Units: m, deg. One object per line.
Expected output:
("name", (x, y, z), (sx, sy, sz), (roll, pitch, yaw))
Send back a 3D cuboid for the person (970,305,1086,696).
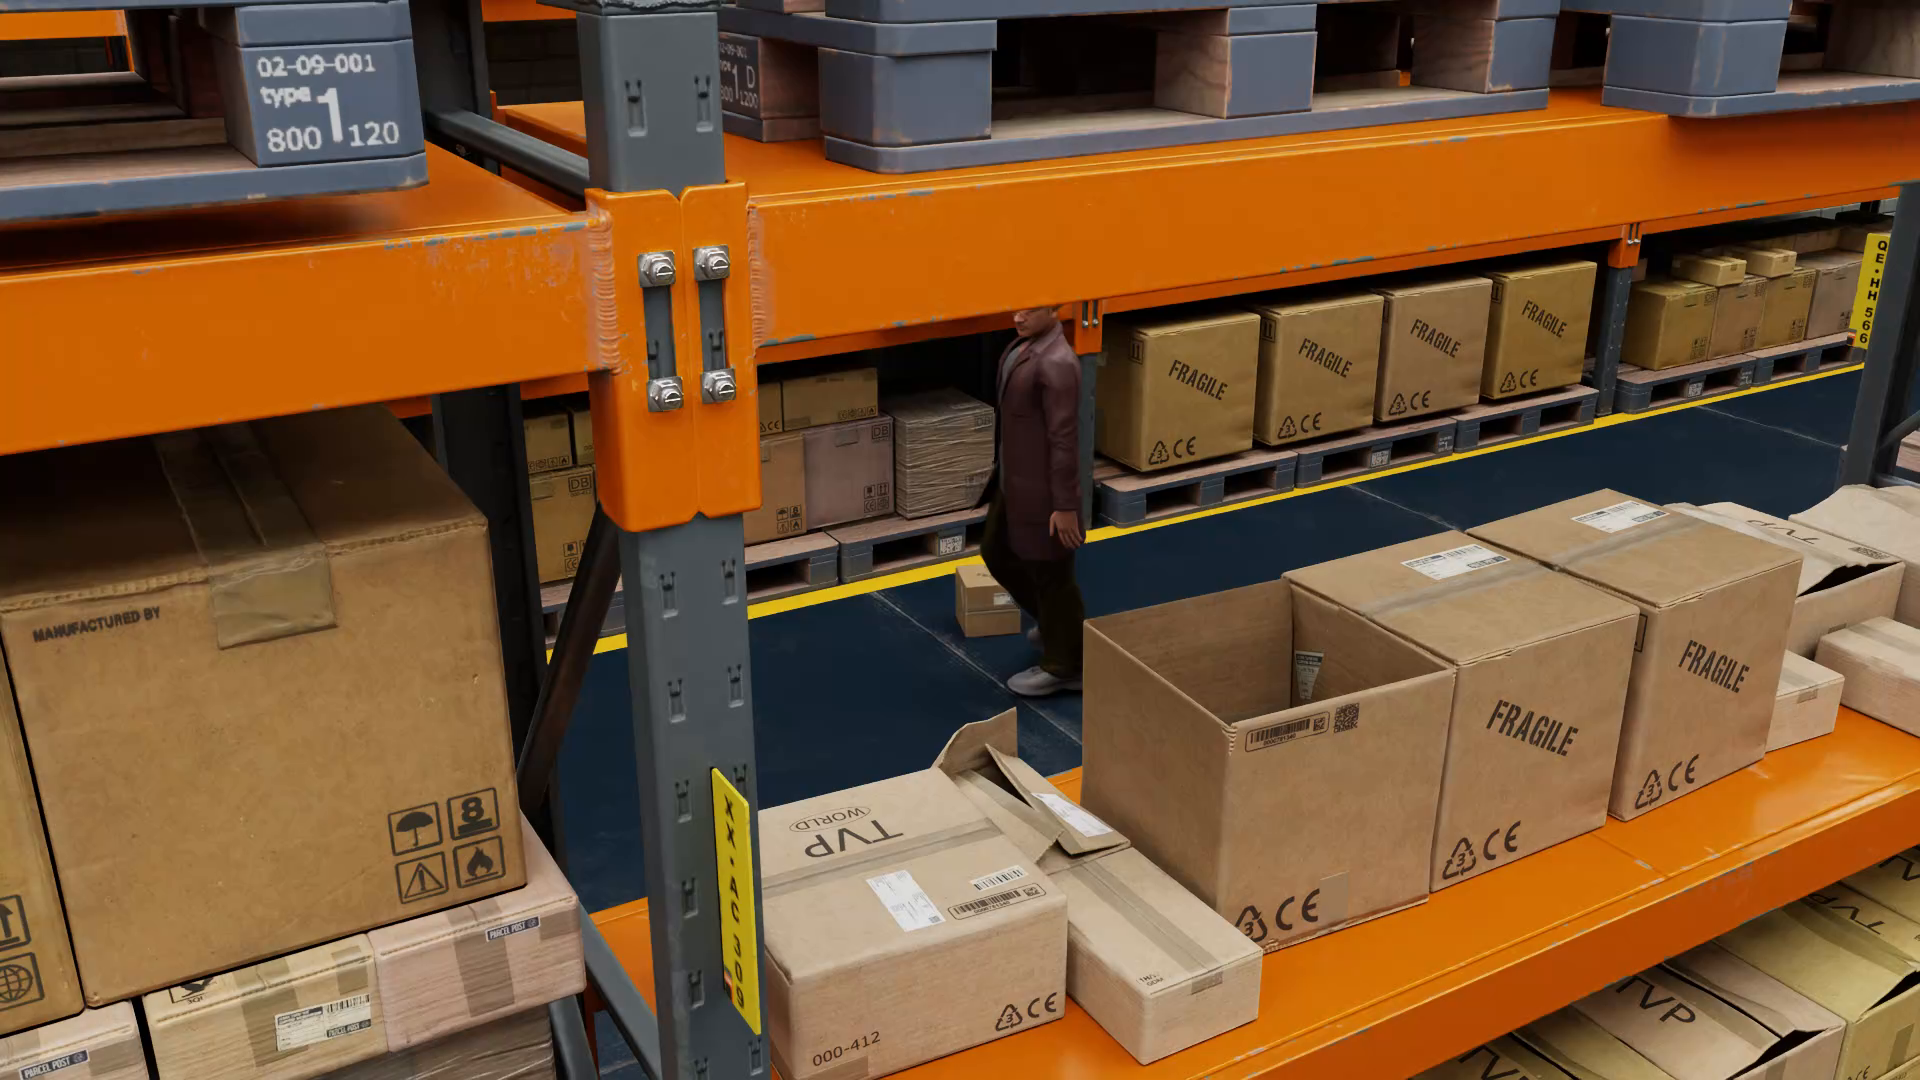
("person", (0.320, -0.220, 6.613), (0.523, 1.770, 0.729), (-4, 22, -10))
